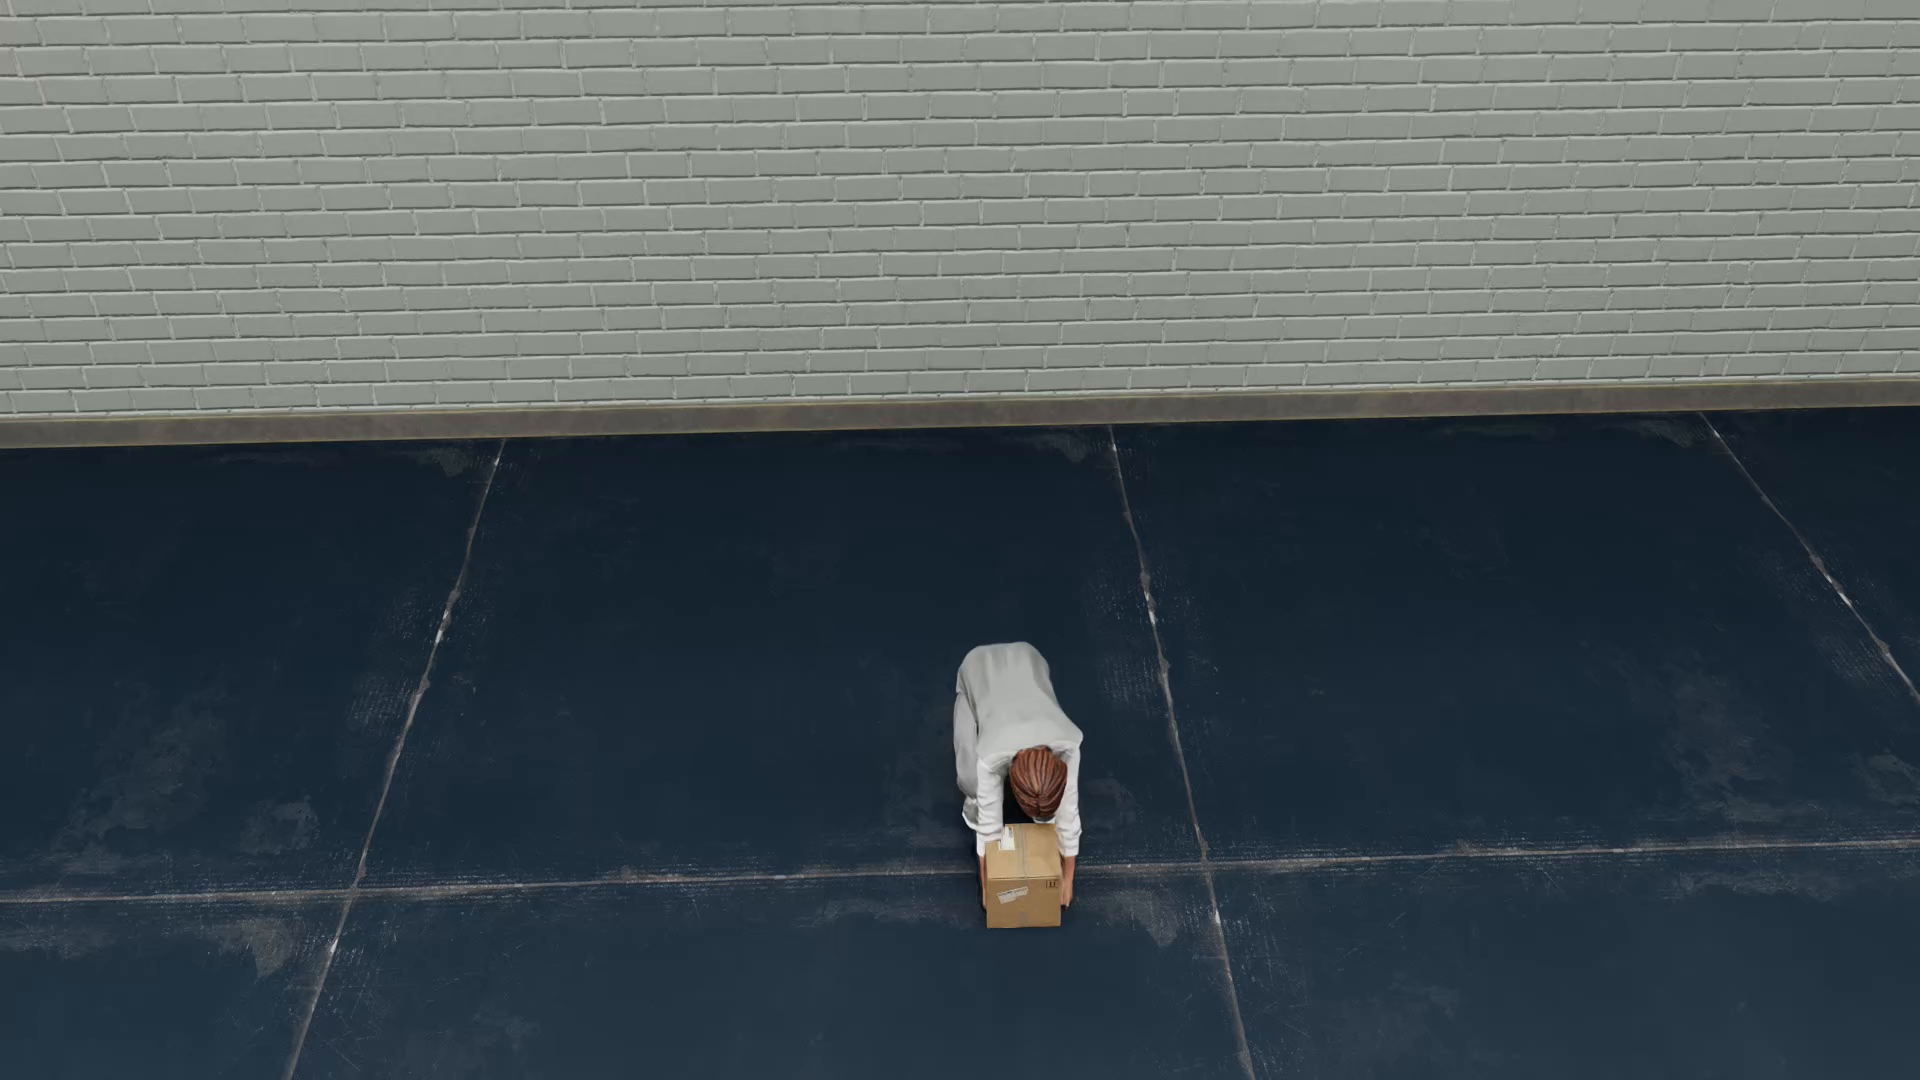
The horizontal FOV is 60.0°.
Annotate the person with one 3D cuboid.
[{"bbox_3d":[0.193,0.802,5.841,0.423,0.716,0.867,-2,36,-3],"label":"person"}]
